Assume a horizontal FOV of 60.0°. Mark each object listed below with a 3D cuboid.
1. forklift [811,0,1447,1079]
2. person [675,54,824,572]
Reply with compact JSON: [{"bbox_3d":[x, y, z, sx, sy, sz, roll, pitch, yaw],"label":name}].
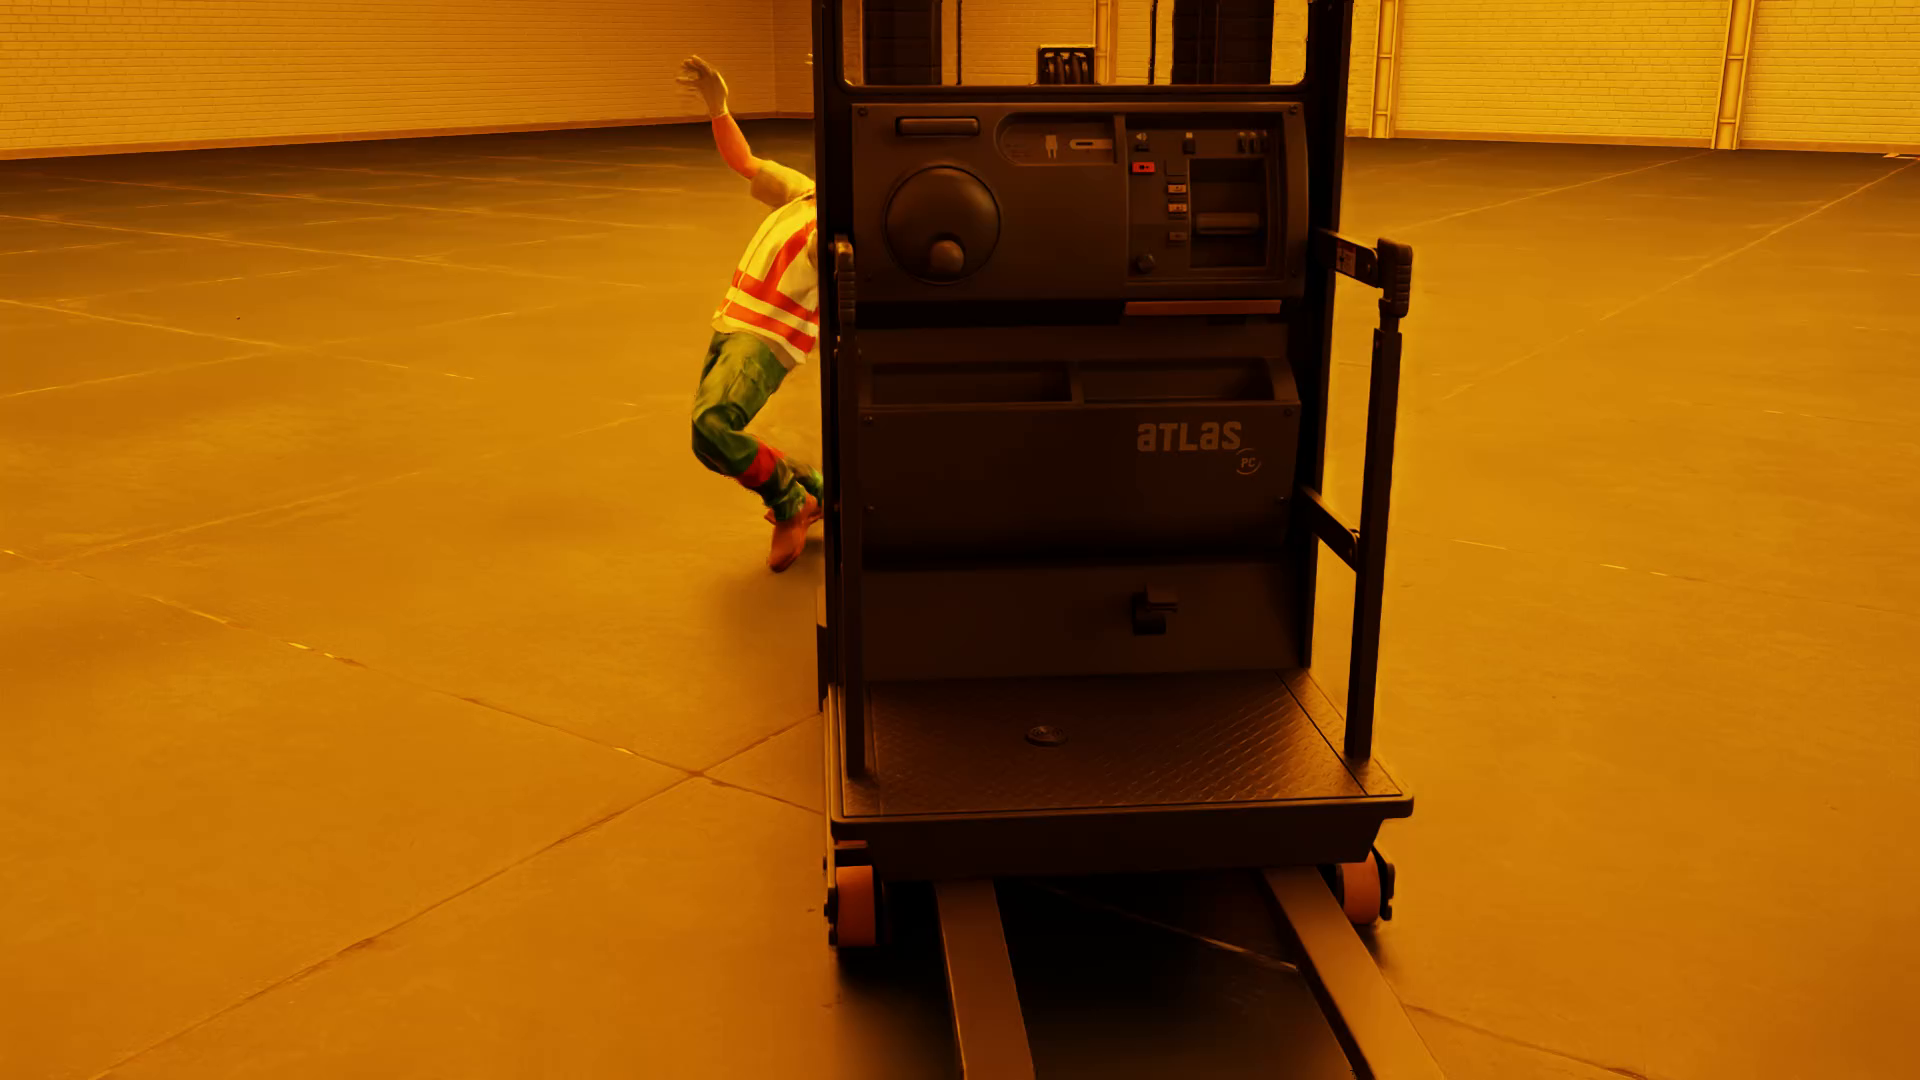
[{"bbox_3d":[0.267,-0.701,3.178,1.130,2.935,3.031,-1,17,-5],"label":"forklift"},{"bbox_3d":[-0.543,-0.731,5.493,0.803,1.676,1.050,-8,18,-24],"label":"person"}]
